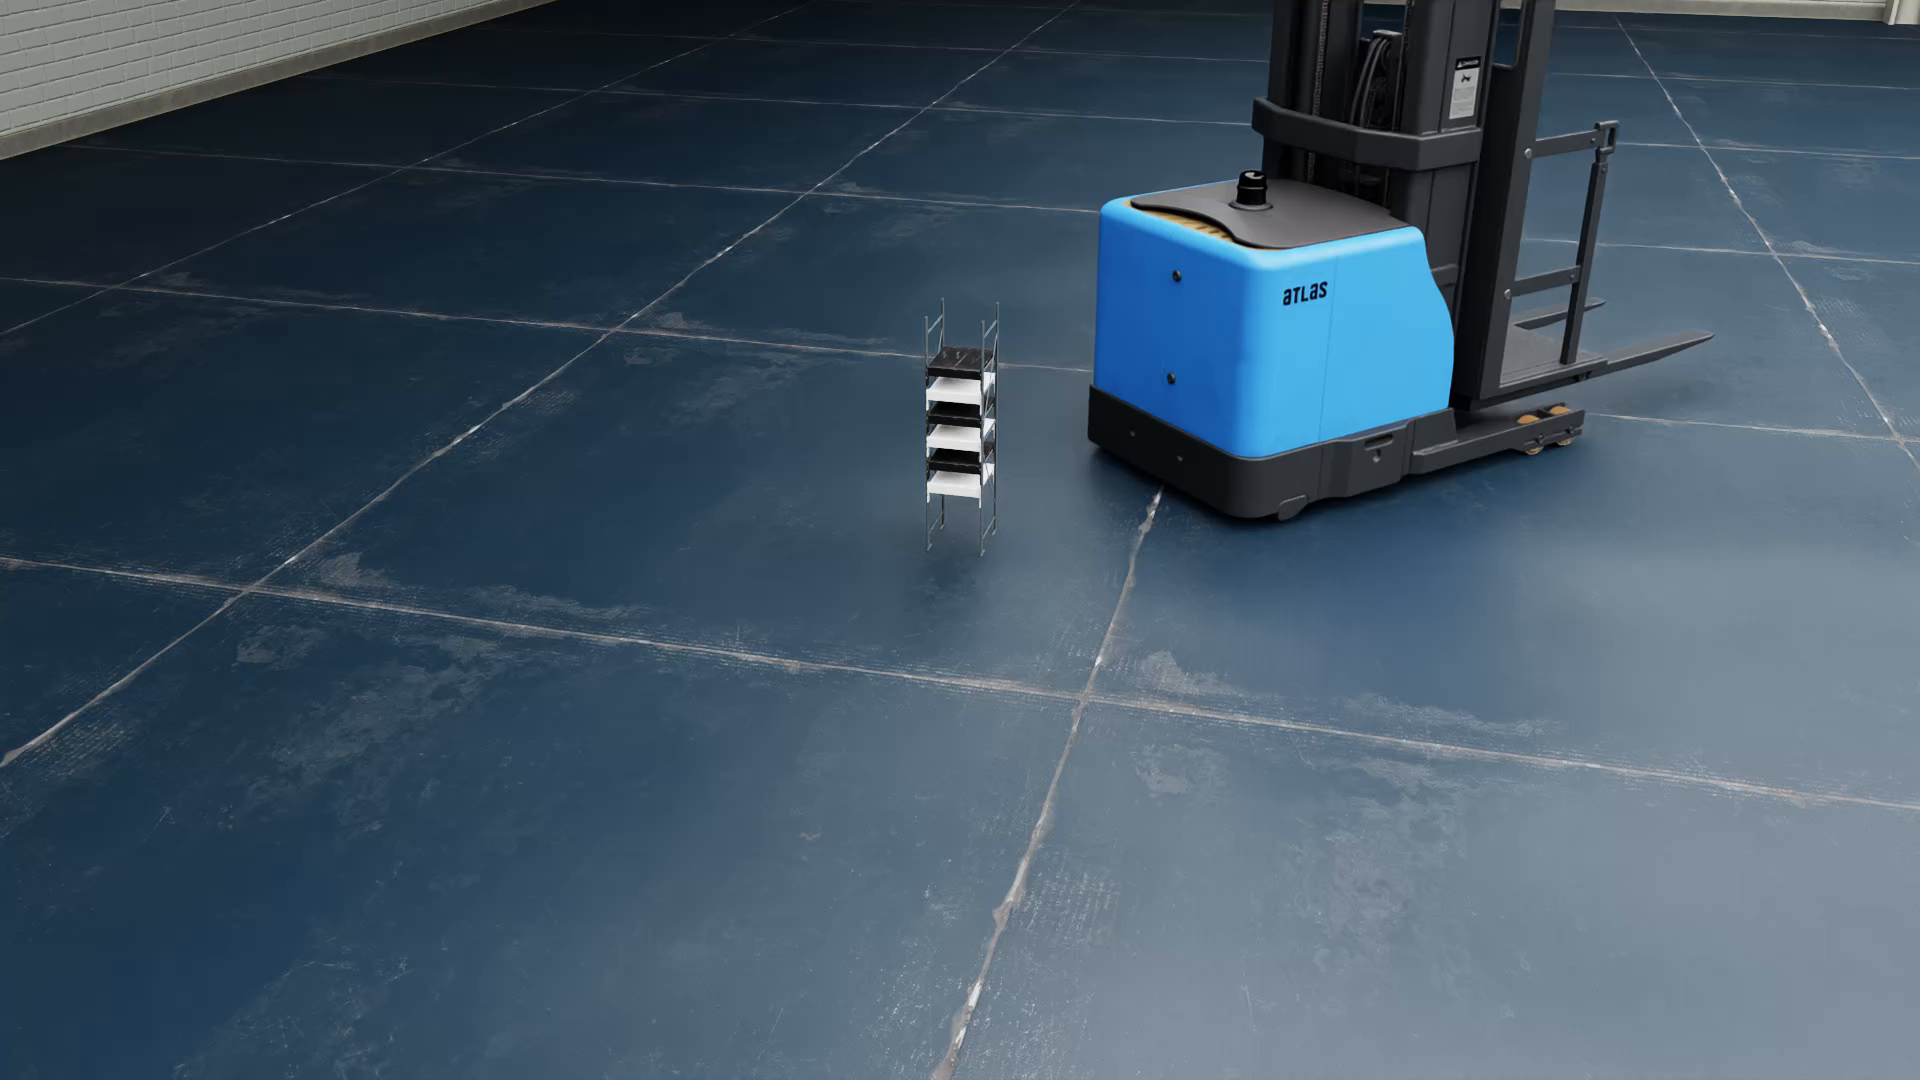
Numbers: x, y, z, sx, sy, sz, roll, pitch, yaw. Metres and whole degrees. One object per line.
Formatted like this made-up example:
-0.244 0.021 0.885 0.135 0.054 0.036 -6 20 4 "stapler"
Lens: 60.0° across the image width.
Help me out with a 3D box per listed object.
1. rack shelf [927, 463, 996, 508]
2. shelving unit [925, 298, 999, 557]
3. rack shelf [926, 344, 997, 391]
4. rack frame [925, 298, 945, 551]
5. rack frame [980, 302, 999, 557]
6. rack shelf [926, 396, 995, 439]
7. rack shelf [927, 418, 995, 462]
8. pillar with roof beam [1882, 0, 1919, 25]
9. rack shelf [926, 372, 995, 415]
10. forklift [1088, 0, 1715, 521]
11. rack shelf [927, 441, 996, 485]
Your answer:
0.008 -0.213 6.146 0.200 0.077 0.258 6 26 13 "rack shelf"
0.008 -0.405 6.055 0.210 0.900 0.258 6 26 13 "shelving unit"
0.008 -0.619 5.953 0.200 0.077 0.258 6 26 13 "rack shelf"
-0.091 -0.416 6.078 0.006 0.900 0.240 6 26 13 "rack frame"
0.106 -0.395 6.032 0.006 0.900 0.240 6 26 13 "rack frame"
0.008 -0.457 6.030 0.200 0.077 0.258 6 26 13 "rack shelf"
0.008 -0.375 6.069 0.200 0.077 0.258 6 26 13 "rack shelf"
9.159 -7.868 12.307 0.400 9.000 9.100 6 26 13 "pillar with roof beam"
0.008 -0.538 5.992 0.200 0.077 0.258 6 26 13 "rack shelf"
2.059 -1.858 6.743 3.031 2.935 1.130 -15 29 -29 "forklift"
0.008 -0.294 6.108 0.200 0.077 0.258 6 26 13 "rack shelf"
